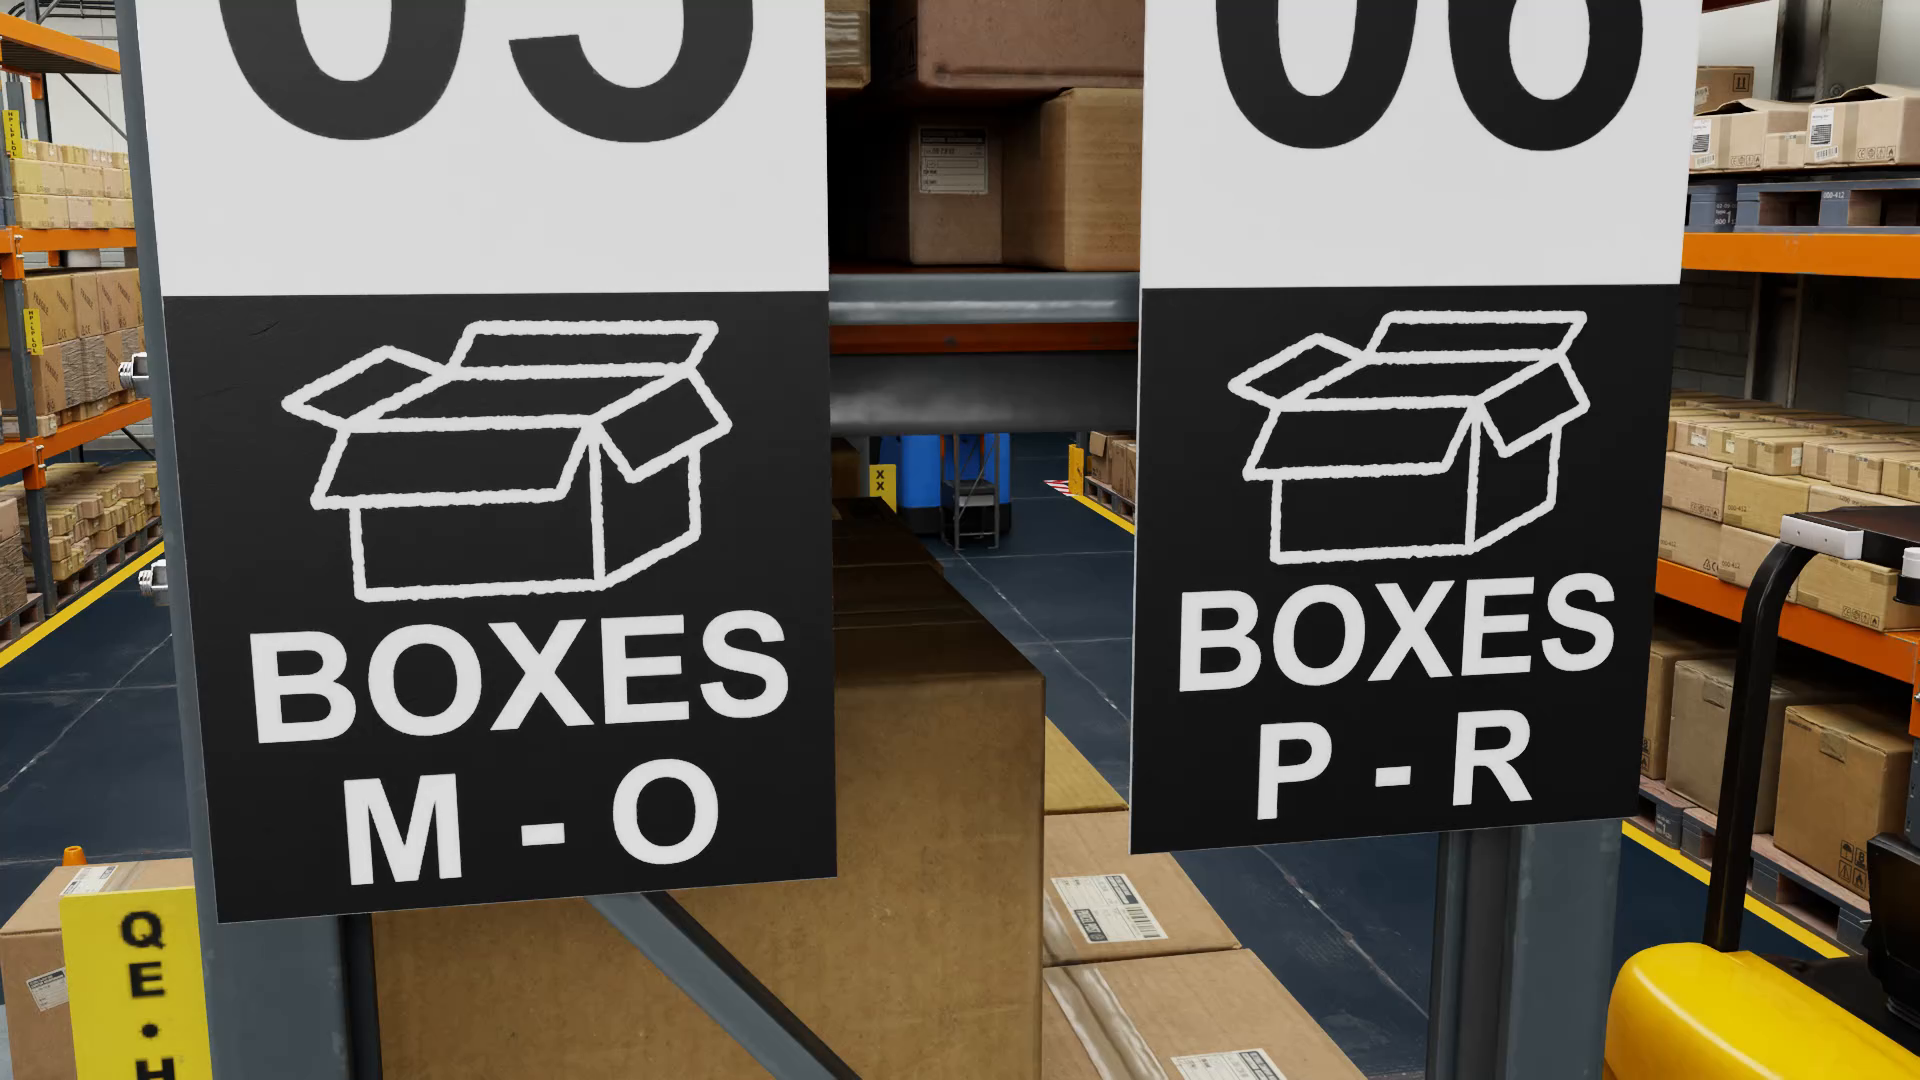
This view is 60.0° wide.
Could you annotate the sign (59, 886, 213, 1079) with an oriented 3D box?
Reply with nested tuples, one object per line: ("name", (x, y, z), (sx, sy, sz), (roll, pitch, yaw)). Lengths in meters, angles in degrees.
("sign", (-0.553, 0.396, 1.151), (0.100, 0.325, 0.005), (-2, 11, -11))

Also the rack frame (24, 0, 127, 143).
("rack frame", (-7.952, -4.579, 15.189), (1.000, 3.000, 0.127), (-2, 11, -11))

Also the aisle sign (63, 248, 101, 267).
("aisle sign", (-8.260, -2.912, 15.520), (0.394, 0.787, 0.004), (-2, 11, -11))

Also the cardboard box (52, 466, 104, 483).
("cardboard box", (-8.012, -0.576, 15.109), (0.380, 0.149, 0.250), (-2, 11, -10))

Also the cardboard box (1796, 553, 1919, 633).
("cardboard box", (3.731, 0.180, 6.631), (0.500, 0.250, 0.500), (-2, 11, -10))

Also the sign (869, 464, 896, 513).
("sign", (-0.251, -0.076, 5.260), (0.100, 0.325, 0.005), (-2, 11, -11))

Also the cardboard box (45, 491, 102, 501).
("cardboard box", (-7.307, -0.308, 13.704), (0.380, 0.149, 0.250), (-3, 11, -13))

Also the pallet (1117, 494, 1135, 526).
("pallet", (2.157, -0.259, 15.991), (1.003, 0.211, 1.213), (-2, 11, -11))

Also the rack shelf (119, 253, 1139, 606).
("rack shelf", (-0.393, -0.383, 3.089), (1.077, 0.370, 4.000), (-2, 11, -11))

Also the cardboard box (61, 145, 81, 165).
("cardboard box", (-7.202, -3.045, 13.147), (0.380, 0.149, 0.250), (-2, 11, -8))

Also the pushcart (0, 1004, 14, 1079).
("pushcart", (-3.009, 1.750, 4.991), (1.648, 0.377, 0.936), (-6, 13, -31))

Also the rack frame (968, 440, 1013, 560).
("rack frame", (0.261, -0.870, 14.151), (0.400, 2.100, 0.015), (-3, 11, -15))

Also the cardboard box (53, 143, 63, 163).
("cardboard box", (-7.194, -2.993, 12.875), (0.380, 0.149, 0.250), (-2, 11, -13))

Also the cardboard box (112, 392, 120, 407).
("cardboard box", (-7.447, -1.220, 14.255), (0.380, 0.149, 0.250), (-3, 11, -13))

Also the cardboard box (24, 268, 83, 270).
("cardboard box", (-8.021, -2.134, 14.651), (0.500, 0.500, 0.500), (-2, 11, -9))

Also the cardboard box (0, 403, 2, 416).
("cardboard box", (-6.903, -0.916, 11.535), (0.380, 0.149, 0.250), (-2, 11, -12))

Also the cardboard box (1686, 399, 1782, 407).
("cardboard box", (3.942, -0.631, 8.485), (0.380, 0.149, 0.250), (-2, 11, -12))

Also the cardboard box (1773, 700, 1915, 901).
("cardboard box", (3.973, 1.054, 6.865), (0.875, 0.625, 0.625), (-2, 11, -8))

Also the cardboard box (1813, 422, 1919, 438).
("cardboard box", (4.086, -0.441, 7.488), (0.380, 0.149, 0.250), (-2, 11, -11))

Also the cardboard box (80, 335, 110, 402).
("cardboard box", (-7.189, -1.378, 13.351), (0.500, 0.500, 0.500), (-2, 11, -12))

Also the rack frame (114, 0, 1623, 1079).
("rack frame", (-0.004, 1.104, 1.375), (1.000, 3.000, 0.127), (-2, 11, -11))

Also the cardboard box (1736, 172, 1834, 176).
("cardboard box", (3.797, -1.771, 7.692), (0.380, 0.166, 0.250), (-2, 11, -11))

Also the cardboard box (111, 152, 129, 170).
("cardboard box", (-7.439, -3.283, 14.398), (0.380, 0.149, 0.250), (-2, 11, -10))

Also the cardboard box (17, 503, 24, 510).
("cardboard box", (-7.617, -0.194, 13.102), (0.380, 0.149, 0.250), (-2, 11, -9))

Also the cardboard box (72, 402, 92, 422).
("cardboard box", (-7.167, -1.029, 13.254), (0.380, 0.149, 0.250), (-2, 11, -10))

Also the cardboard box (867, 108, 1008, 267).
("cardboard box", (0.111, -0.364, 1.736), (0.380, 0.149, 0.250), (-2, 11, -13))

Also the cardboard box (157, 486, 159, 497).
("cardboard box", (-7.571, -0.448, 15.233), (0.380, 0.149, 0.250), (-2, 11, -12))

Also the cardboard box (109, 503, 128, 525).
("cardboard box", (-7.241, -0.211, 13.988), (0.380, 0.149, 0.250), (-2, 11, -10))

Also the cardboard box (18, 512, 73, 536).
("cardboard box", (-7.033, -0.120, 12.715), (0.380, 0.149, 0.250), (-2, 11, -8))

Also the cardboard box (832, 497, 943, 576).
("cardboard box", (-0.409, 0.238, 2.184), (0.700, 0.500, 0.500), (-2, 11, -10))

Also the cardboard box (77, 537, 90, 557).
("cardboard box", (-7.179, 0.080, 13.256), (0.380, 0.149, 0.250), (-2, 11, -12))

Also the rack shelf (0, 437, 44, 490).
("rack shelf", (-6.785, -0.178, 10.035), (1.077, 0.370, 4.000), (-2, 11, -11))

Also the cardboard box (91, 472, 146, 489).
("cardboard box", (-7.445, -0.502, 14.720), (0.380, 0.149, 0.250), (-3, 11, -13))

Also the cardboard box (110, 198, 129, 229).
("cardboard box", (-7.414, -2.774, 14.125), (0.500, 0.250, 0.500), (-2, 11, -9))

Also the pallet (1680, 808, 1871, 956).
("pallet", (3.904, 1.425, 7.145), (1.003, 0.211, 1.213), (-2, 11, -11))

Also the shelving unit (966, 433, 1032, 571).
("shelving unit", (0.326, -0.826, 13.919), (0.431, 2.100, 0.503), (-3, 11, -15))

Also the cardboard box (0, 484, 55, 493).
("cardboard box", (-7.908, -0.381, 14.087), (0.380, 0.149, 0.250), (-2, 11, -10))

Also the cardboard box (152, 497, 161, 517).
("cardboard box", (-7.496, -0.306, 15.281), (0.380, 0.149, 0.250), (-2, 11, -9))

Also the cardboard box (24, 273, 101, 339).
("cardboard box", (-7.206, -1.865, 13.234), (0.500, 0.500, 0.500), (-2, 11, -10))

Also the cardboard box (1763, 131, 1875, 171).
("cardboard box", (3.574, -1.607, 6.878), (0.380, 0.149, 0.250), (-2, 11, -11))

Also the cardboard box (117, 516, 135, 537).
("cardboard box", (-7.323, -0.114, 14.274), (0.380, 0.149, 0.250), (-2, 11, -10))

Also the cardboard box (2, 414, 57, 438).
("cardboard box", (-6.908, -0.839, 12.254), (0.380, 0.149, 0.250), (-2, 11, -9))

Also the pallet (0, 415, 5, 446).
("pallet", (-7.168, -0.659, 11.149), (1.003, 0.211, 1.213), (-2, 11, -11))

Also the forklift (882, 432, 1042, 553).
("forklift", (-0.167, -1.554, 15.522), (1.130, 2.935, 3.031), (-3, 11, -15))

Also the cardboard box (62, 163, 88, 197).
("cardboard box", (-7.209, -2.825, 13.060), (0.500, 0.250, 0.500), (-2, 11, -10))

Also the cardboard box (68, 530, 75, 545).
("cardboard box", (-7.151, -0.015, 12.960), (0.380, 0.149, 0.250), (-2, 11, -11))

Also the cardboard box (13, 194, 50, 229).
("cardboard box", (-7.005, -2.393, 12.125), (0.500, 0.250, 0.500), (-2, 11, -8))

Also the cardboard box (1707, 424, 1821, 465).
("cardboard box", (3.567, -0.421, 7.382), (0.380, 0.149, 0.250), (-2, 11, -12))

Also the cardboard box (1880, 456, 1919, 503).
("cardboard box", (3.802, -0.233, 6.398), (0.380, 0.149, 0.250), (-2, 11, -9))

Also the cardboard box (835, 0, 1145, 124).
("cardboard box", (0.159, -0.544, 1.616), (0.500, 0.250, 0.500), (-2, 11, -12))

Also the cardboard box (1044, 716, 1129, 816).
("cardboard box", (-0.029, 0.623, 2.837), (0.500, 0.500, 0.500), (-2, 11, -12))
